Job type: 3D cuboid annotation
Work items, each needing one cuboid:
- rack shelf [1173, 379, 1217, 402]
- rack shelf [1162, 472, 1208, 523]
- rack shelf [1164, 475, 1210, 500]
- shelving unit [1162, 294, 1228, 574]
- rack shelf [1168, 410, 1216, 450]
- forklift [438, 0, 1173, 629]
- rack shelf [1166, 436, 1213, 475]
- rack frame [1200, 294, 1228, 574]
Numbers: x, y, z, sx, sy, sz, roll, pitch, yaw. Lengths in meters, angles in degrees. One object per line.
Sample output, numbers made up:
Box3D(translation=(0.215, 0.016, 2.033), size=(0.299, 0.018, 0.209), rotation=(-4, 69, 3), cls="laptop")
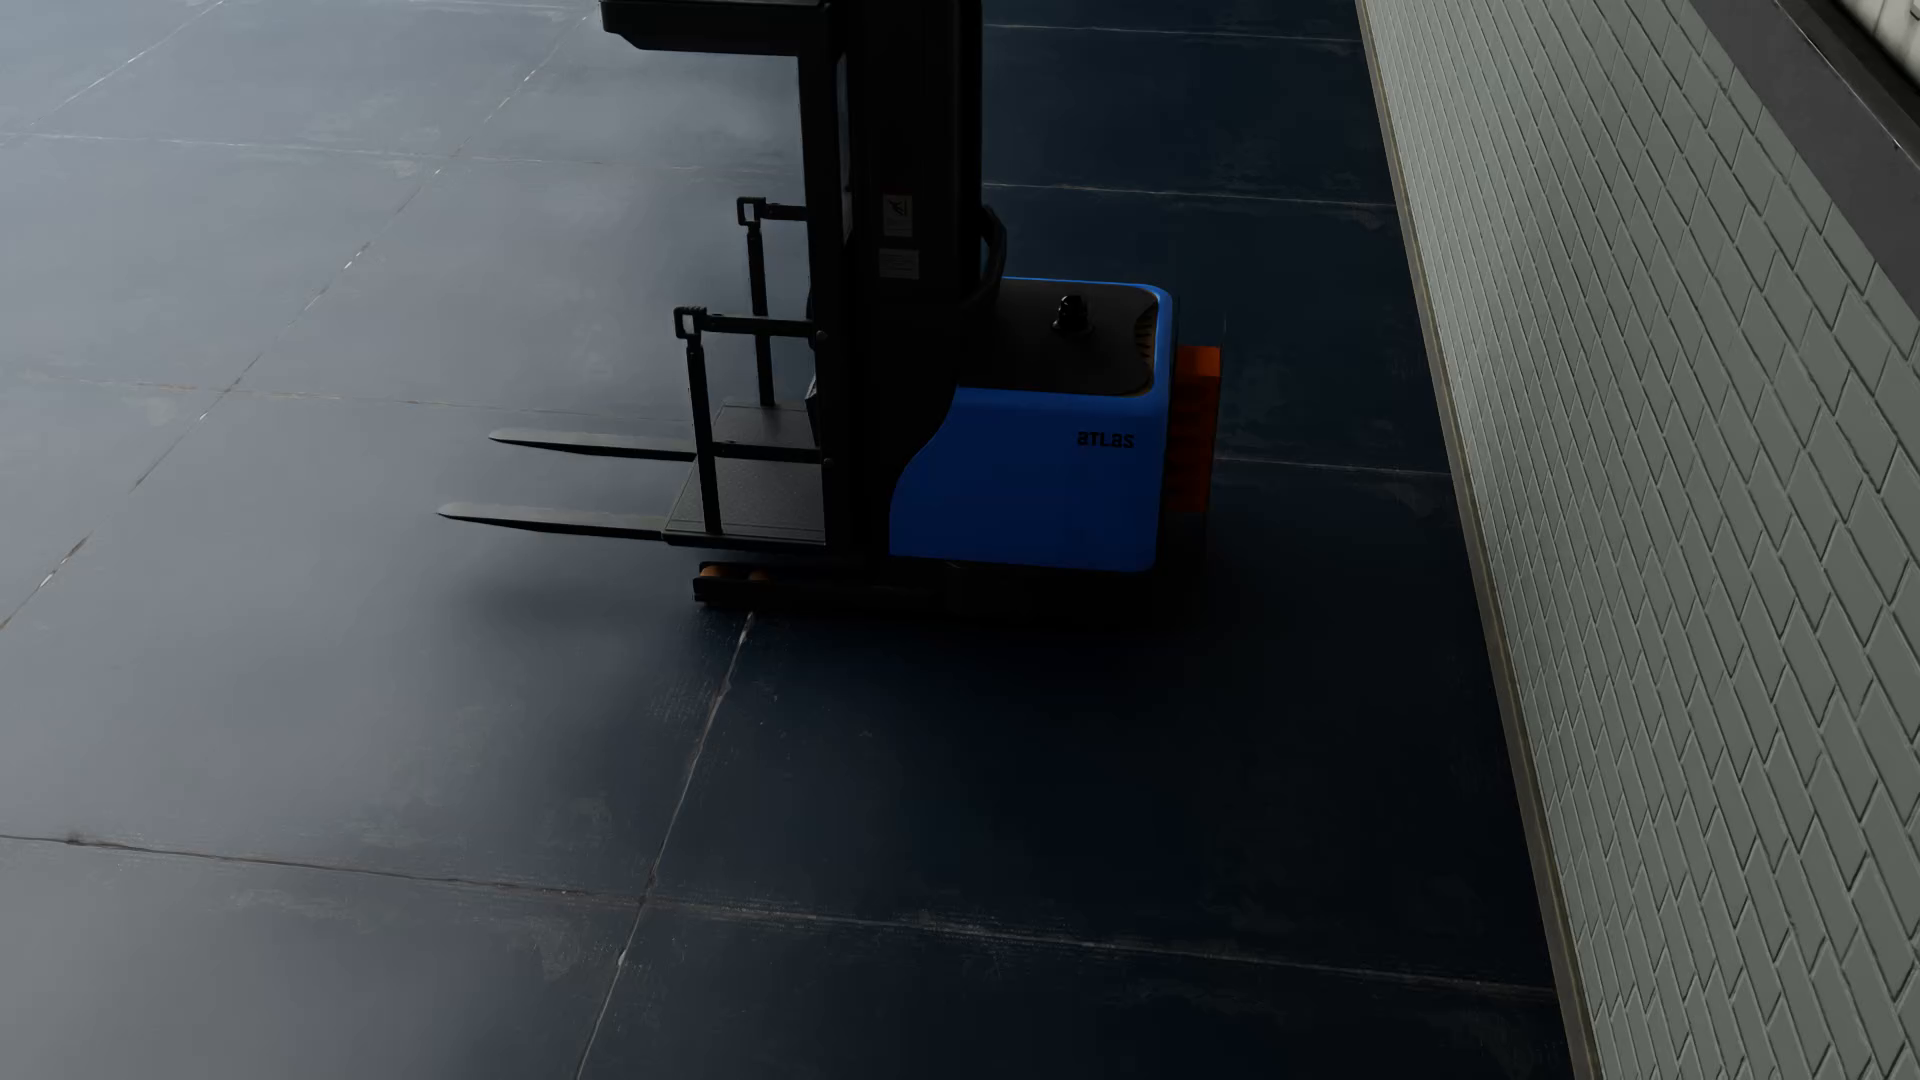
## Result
Box3D(translation=(0.944, -0.600, 6.675), size=(0.171, 0.034, 0.221), rotation=(4, 36, 6), cls="rack shelf")
Box3D(translation=(0.944, -0.188, 6.969), size=(0.180, 0.103, 0.258), rotation=(4, 36, 6), cls="rack shelf")
Box3D(translation=(0.944, -0.285, 6.900), size=(0.180, 0.103, 0.258), rotation=(4, 36, 6), cls="rack shelf")
Box3D(translation=(0.946, -0.419, 6.804), size=(0.184, 1.200, 0.258), rotation=(4, 36, 6), cls="shelving unit")
Box3D(translation=(0.944, -0.481, 6.760), size=(0.180, 0.103, 0.258), rotation=(4, 36, 6), cls="rack shelf")
Box3D(translation=(-0.666, -1.151, 6.456), size=(3.031, 2.797, 1.129), rotation=(4, 36, 6), cls="forklift")
Box3D(translation=(0.944, -0.383, 6.830), size=(0.180, 0.103, 0.258), rotation=(4, 36, 6), cls="rack shelf")
Box3D(translation=(1.035, -0.412, 6.795), size=(0.006, 1.200, 0.240), rotation=(4, 36, 6), cls="rack frame")
